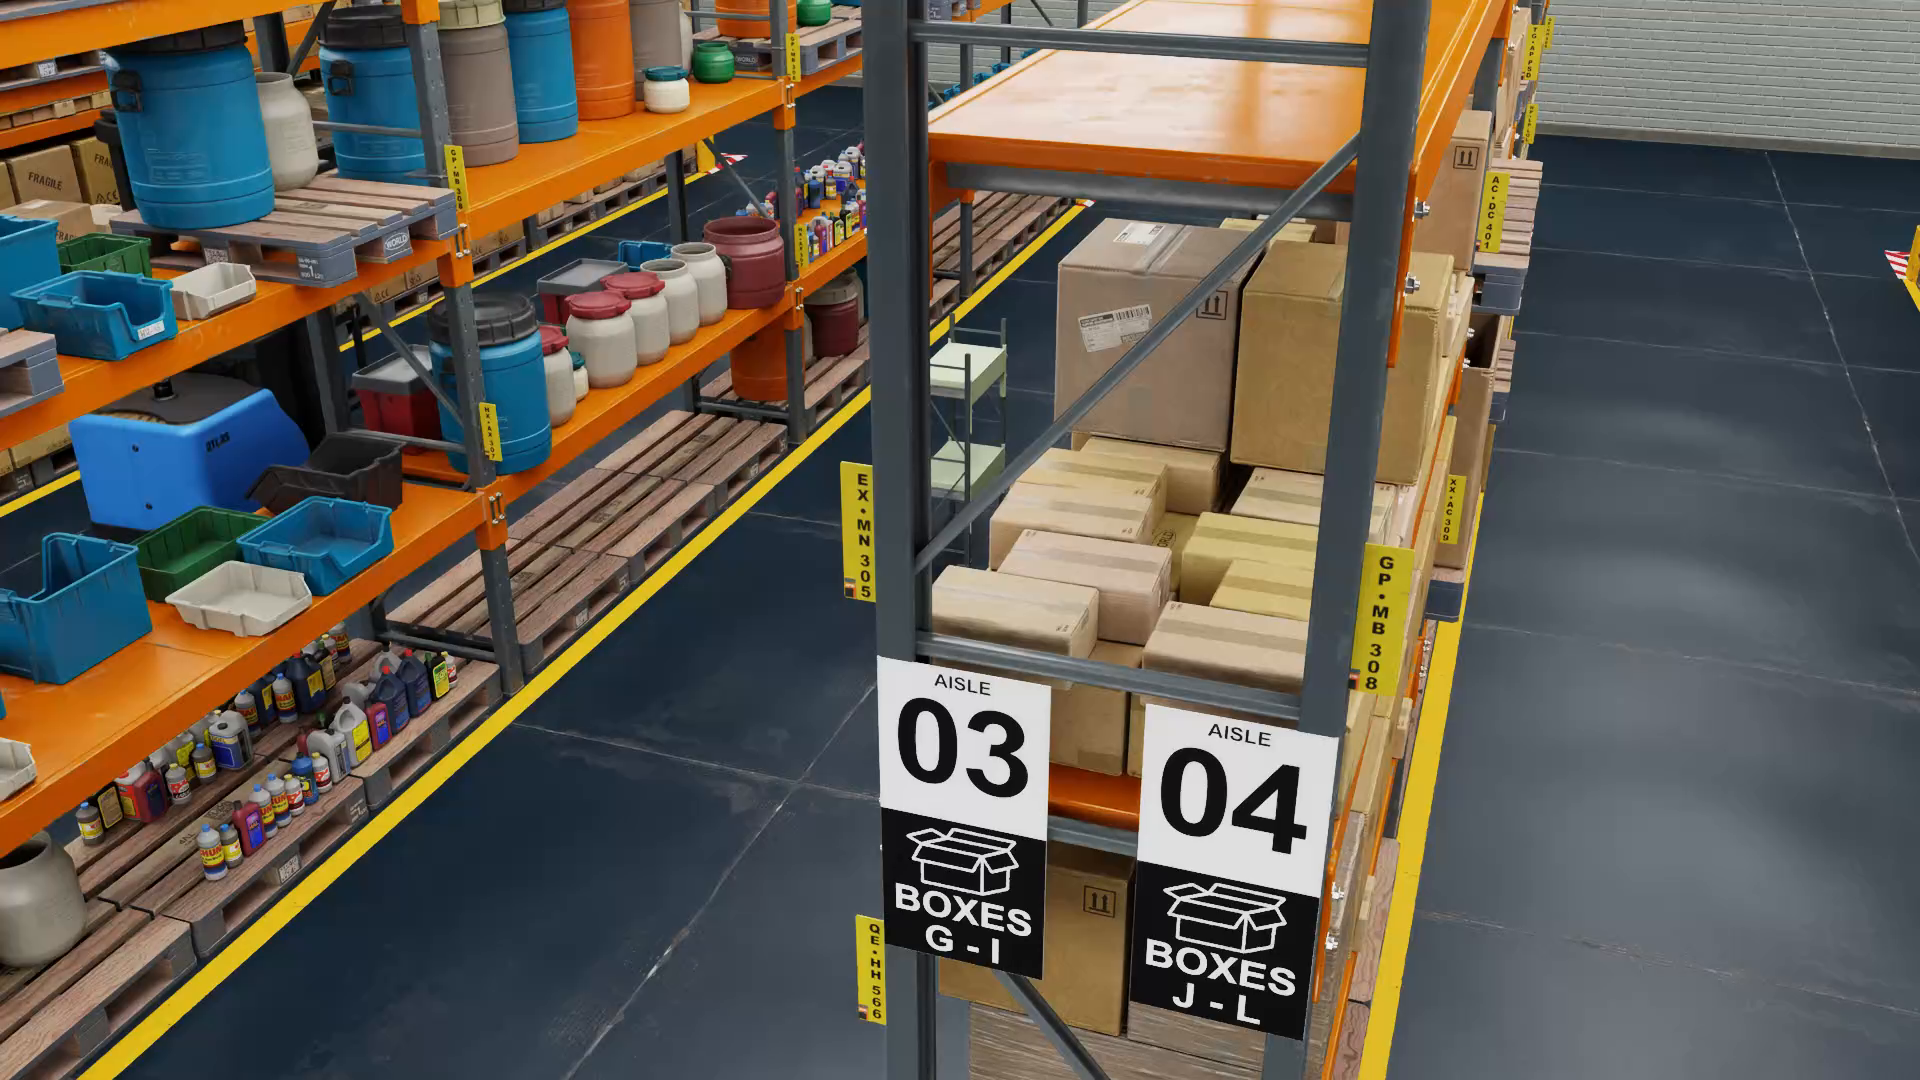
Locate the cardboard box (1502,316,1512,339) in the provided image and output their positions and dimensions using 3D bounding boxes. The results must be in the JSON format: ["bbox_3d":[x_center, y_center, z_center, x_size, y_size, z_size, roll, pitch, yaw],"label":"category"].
[{"bbox_3d":[3.525,-1.342,12.760,1.225,0.875,0.875,9,27,18],"label":"cardboard box"}]

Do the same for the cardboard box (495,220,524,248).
[{"bbox_3d":[-4.932,-3.374,17.364,0.500,0.500,0.500,9,27,17],"label":"cardboard box"}]

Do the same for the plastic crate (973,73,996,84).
[{"bbox_3d":[0.351,-5.097,18.682,0.416,0.233,0.300,9,27,17],"label":"plastic crate"}]

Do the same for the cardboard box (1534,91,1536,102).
[{"bbox_3d":[5.723,-4.580,17.322,0.500,0.250,0.500,8,27,17],"label":"cardboard box"}]

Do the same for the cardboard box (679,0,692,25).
[{"bbox_3d":[-3.596,-6.462,20.116,0.500,0.500,0.500,9,27,17],"label":"cardboard box"}]

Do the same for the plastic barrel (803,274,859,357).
[{"bbox_3d":[-1.177,-1.953,14.351,0.600,0.588,0.708,9,27,17],"label":"plastic barrel"}]

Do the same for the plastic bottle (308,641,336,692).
[{"bbox_3d":[-3.531,0.706,9.186,0.061,0.283,0.133,9,27,17],"label":"plastic bottle"}]

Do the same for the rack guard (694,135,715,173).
[{"bbox_3d":[-3.732,-5.033,21.296,1.175,0.500,0.348,9,27,17],"label":"rack guard"}]

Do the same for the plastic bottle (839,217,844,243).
[{"bbox_3d":[-0.988,-2.512,13.448,0.097,0.201,0.097,0,26,0],"label":"plastic bottle"}]

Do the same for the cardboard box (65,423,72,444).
[{"bbox_3d":[-6.821,-0.972,12.711,0.500,0.250,0.500,9,27,18],"label":"cardboard box"}]

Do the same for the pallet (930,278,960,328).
[{"bbox_3d":[-0.664,-2.260,15.899,1.003,0.211,1.213,9,27,17],"label":"pallet"}]

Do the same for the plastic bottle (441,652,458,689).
[{"bbox_3d":[-2.857,0.717,9.256,0.097,0.201,0.097,0,26,0],"label":"plastic bottle"}]

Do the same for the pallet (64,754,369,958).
[{"bbox_3d":[-3.697,1.490,8.155,1.003,0.211,1.213,9,27,17],"label":"pallet"}]

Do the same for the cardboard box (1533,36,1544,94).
[{"bbox_3d":[5.719,-4.917,17.157,0.500,0.500,0.500,9,27,18],"label":"cardboard box"}]

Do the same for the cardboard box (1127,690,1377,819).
[{"bbox_3d":[0.713,0.381,3.975,0.500,0.250,0.500,10,27,19],"label":"cardboard box"}]

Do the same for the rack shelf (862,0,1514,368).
[{"bbox_3d":[0.975,-1.373,4.813,1.077,0.370,4.000,9,27,17],"label":"rack shelf"}]

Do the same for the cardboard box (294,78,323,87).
[{"bbox_3d":[-8.665,-6.041,22.150,0.380,0.149,0.250,9,27,18],"label":"cardboard box"}]

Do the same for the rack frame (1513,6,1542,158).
[{"bbox_3d":[4.302,-3.108,14.450,1.000,3.000,0.127,9,27,17],"label":"rack frame"}]

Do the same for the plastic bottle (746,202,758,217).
[{"bbox_3d":[-1.705,-2.652,13.656,0.097,0.271,0.097,0,26,0],"label":"plastic bottle"}]

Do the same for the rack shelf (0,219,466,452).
[{"bbox_3d":[-3.696,-0.743,6.949,1.077,0.370,4.000,9,27,17],"label":"rack shelf"}]

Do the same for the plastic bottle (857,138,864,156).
[{"bbox_3d":[-0.937,-3.630,15.662,0.061,0.283,0.133,9,27,17],"label":"plastic bottle"}]

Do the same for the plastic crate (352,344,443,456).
[{"bbox_3d":[-3.158,-0.811,9.632,0.402,0.464,0.583,9,27,17],"label":"plastic crate"}]

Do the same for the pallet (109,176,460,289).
[{"bbox_3d":[-3.178,-1.493,7.889,1.213,0.211,1.003,9,27,17],"label":"pallet"}]

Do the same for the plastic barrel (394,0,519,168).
[{"bbox_3d":[-2.848,-2.623,9.432,0.600,0.901,0.600,0,26,0],"label":"plastic barrel"}]

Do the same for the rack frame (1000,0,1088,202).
[{"bbox_3d":[0.963,-5.470,19.329,1.000,3.000,0.127,9,27,17],"label":"rack frame"}]

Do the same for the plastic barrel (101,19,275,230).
[{"bbox_3d":[-3.463,-1.910,7.476,0.600,0.901,0.708,9,27,17],"label":"plastic barrel"}]

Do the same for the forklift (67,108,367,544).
[{"bbox_3d":[-4.865,-1.723,11.669,1.130,2.935,3.031,8,27,16],"label":"forklift"}]

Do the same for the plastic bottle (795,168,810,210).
[{"bbox_3d":[-1.388,-3.048,14.383,0.144,0.351,0.185,9,27,17],"label":"plastic bottle"}]

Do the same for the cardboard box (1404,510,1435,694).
[{"bbox_3d":[1.418,0.187,6.042,0.500,0.500,0.500,9,27,17],"label":"cardboard box"}]

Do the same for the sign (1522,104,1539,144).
[{"bbox_3d":[4.817,-3.519,14.061,0.100,0.325,0.005,9,27,17],"label":"sign"}]

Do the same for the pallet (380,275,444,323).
[{"bbox_3d":[-5.677,-2.448,16.287,1.003,0.211,1.213,9,27,17],"label":"pallet"}]

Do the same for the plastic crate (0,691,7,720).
[{"bbox_3d":[-4.256,0.657,6.845,0.499,0.251,0.408,9,27,17],"label":"plastic crate"}]

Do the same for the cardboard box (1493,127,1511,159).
[{"bbox_3d":[2.722,-2.104,9.107,0.500,0.250,0.500,10,27,19],"label":"cardboard box"}]

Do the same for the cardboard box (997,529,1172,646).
[{"bbox_3d":[0.305,0.112,4.072,0.380,0.149,0.250,8,27,16],"label":"cardboard box"}]

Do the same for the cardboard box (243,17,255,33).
[{"bbox_3d":[-6.256,-4.481,13.730,0.910,0.500,0.500,9,27,17],"label":"cardboard box"}]

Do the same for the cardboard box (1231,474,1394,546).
[{"bbox_3d":[0.922,-0.034,4.374,0.380,0.149,0.250,10,28,20],"label":"cardboard box"}]

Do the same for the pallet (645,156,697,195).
[{"bbox_3d":[-3.997,-4.575,20.682,1.003,0.211,1.213,9,27,17],"label":"pallet"}]

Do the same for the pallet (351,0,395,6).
[{"bbox_3d":[-5.663,-5.127,15.394,1.213,0.211,1.003,9,27,17],"label":"pallet"}]

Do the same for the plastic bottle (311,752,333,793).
[{"bbox_3d":[-3.216,1.160,8.342,0.097,0.201,0.097,0,26,0],"label":"plastic bottle"}]

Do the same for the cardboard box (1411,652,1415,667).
[{"bbox_3d":[1.846,0.424,7.444,0.380,0.149,0.250,9,27,17],"label":"cardboard box"}]

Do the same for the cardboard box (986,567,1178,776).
[{"bbox_3d":[0.230,0.306,4.129,0.500,0.250,0.500,9,27,19],"label":"cardboard box"}]

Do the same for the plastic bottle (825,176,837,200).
[{"bbox_3d":[-1.143,-3.115,14.694,0.097,0.201,0.097,0,26,0],"label":"plastic bottle"}]

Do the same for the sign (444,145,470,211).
[{"bbox_3d":[-2.515,-1.808,8.314,0.100,0.325,0.005,9,27,17],"label":"sign"}]

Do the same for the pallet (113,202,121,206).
[{"bbox_3d":[-9.896,-3.680,18.831,1.003,0.211,1.213,9,27,17],"label":"pallet"}]

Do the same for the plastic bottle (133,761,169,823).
[{"bbox_3d":[-3.953,1.227,8.109,0.061,0.283,0.133,9,27,17],"label":"plastic bottle"}]

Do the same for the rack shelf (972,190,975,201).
[{"bbox_3d":[0.297,-4.324,17.788,1.077,0.370,4.000,9,27,17],"label":"rack shelf"}]

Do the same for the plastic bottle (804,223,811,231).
[{"bbox_3d":[-1.220,-2.424,13.267,0.097,0.201,0.097,0,26,0],"label":"plastic bottle"}]

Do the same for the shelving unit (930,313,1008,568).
[{"bbox_3d":[-0.002,-0.672,11.141,0.431,1.500,0.755,9,27,17],"label":"shelving unit"}]

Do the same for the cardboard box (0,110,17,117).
[{"bbox_3d":[-10.124,-4.602,17.057,0.500,0.500,0.500,10,27,19],"label":"cardboard box"}]

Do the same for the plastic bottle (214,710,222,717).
[{"bbox_3d":[-3.869,0.985,8.703,0.097,0.201,0.097,0,26,0],"label":"plastic bottle"}]

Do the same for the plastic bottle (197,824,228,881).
[{"bbox_3d":[-3.464,1.435,7.693,0.097,0.271,0.097,0,26,0],"label":"plastic bottle"}]

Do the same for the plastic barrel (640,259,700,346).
[{"bbox_3d":[-1.980,-1.606,11.220,0.421,0.512,0.421,0,26,0],"label":"plastic barrel"}]

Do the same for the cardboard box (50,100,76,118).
[{"bbox_3d":[-9.779,-4.654,17.910,0.380,0.149,0.250,9,27,17],"label":"cardboard box"}]
